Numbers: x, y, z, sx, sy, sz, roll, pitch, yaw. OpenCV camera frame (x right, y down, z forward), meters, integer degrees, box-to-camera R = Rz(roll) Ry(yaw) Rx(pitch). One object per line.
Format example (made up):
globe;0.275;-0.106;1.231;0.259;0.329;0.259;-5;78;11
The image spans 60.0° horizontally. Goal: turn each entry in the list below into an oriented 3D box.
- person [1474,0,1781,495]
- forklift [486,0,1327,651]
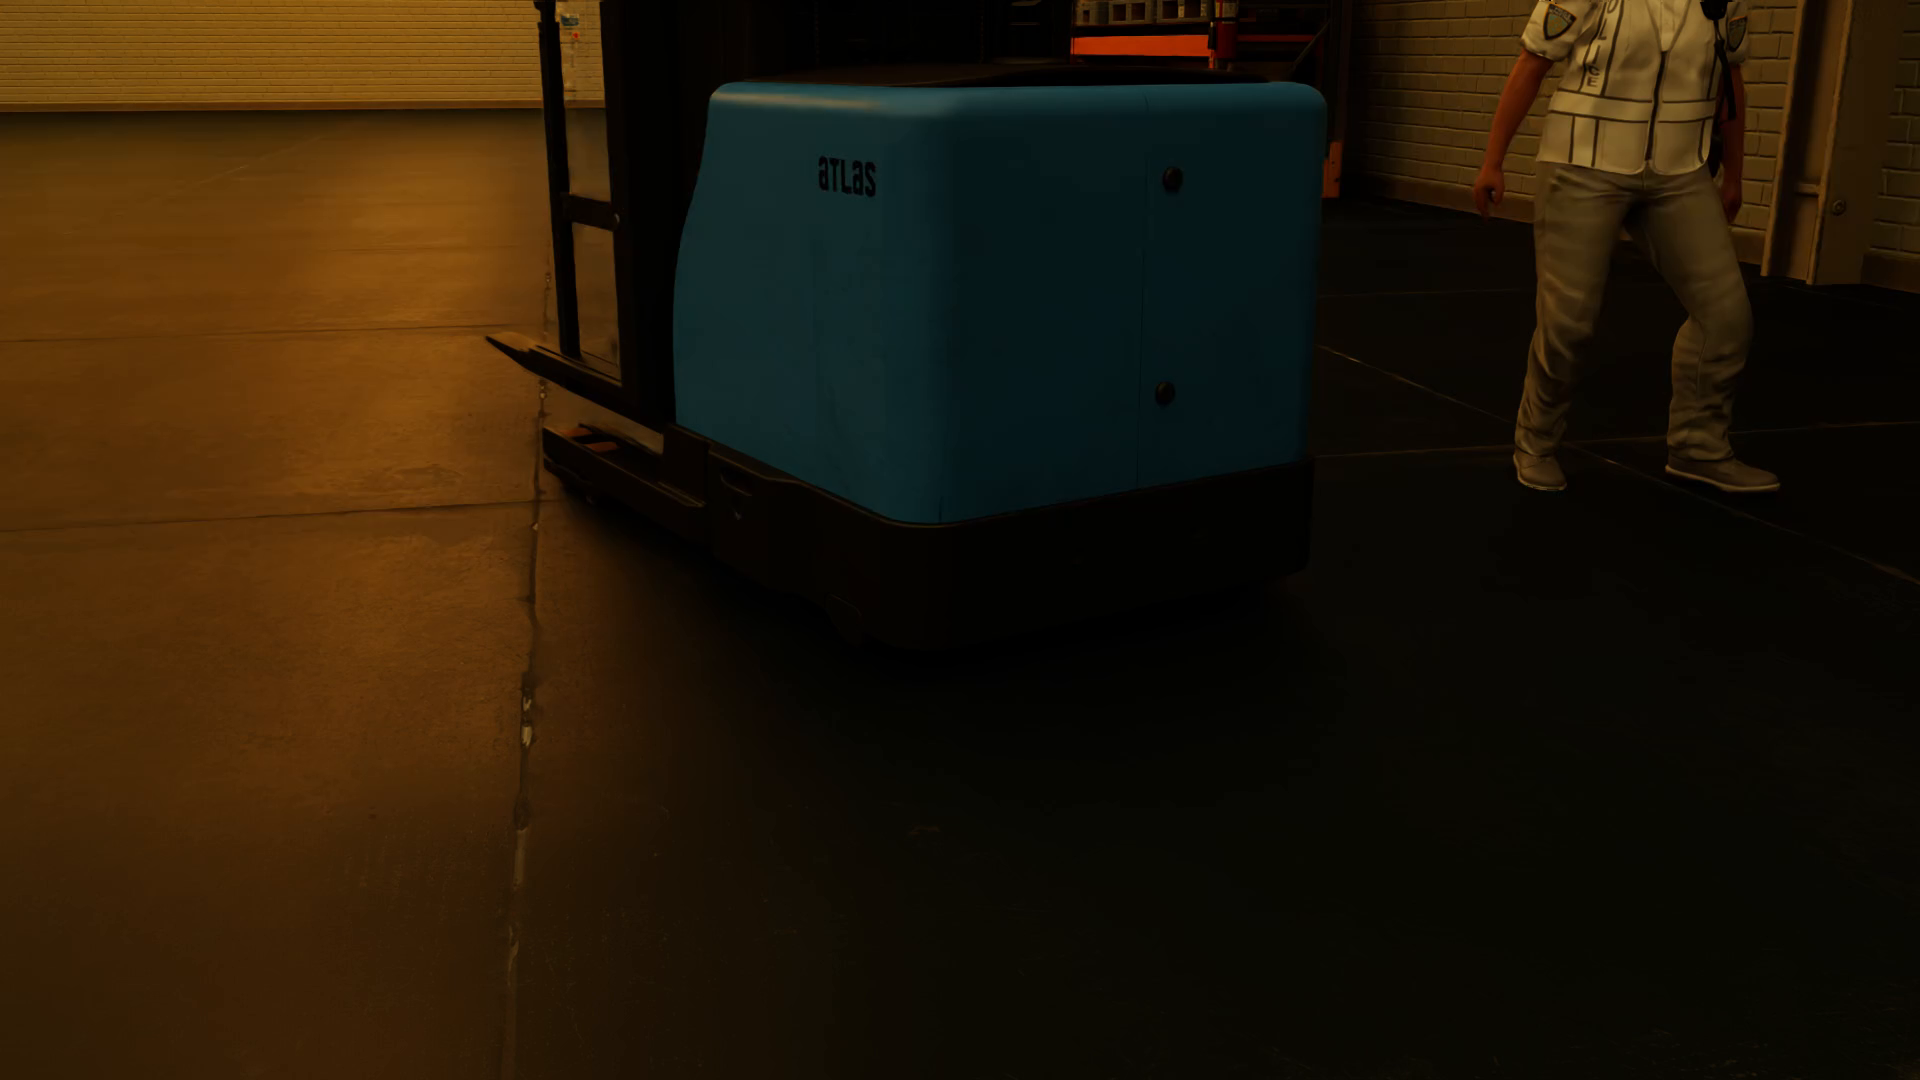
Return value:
person;1.767;-0.921;4.290;0.816;1.637;0.467;0;17;1
forklift;-0.470;-1.562;4.126;1.130;2.935;3.031;-10;19;-31
